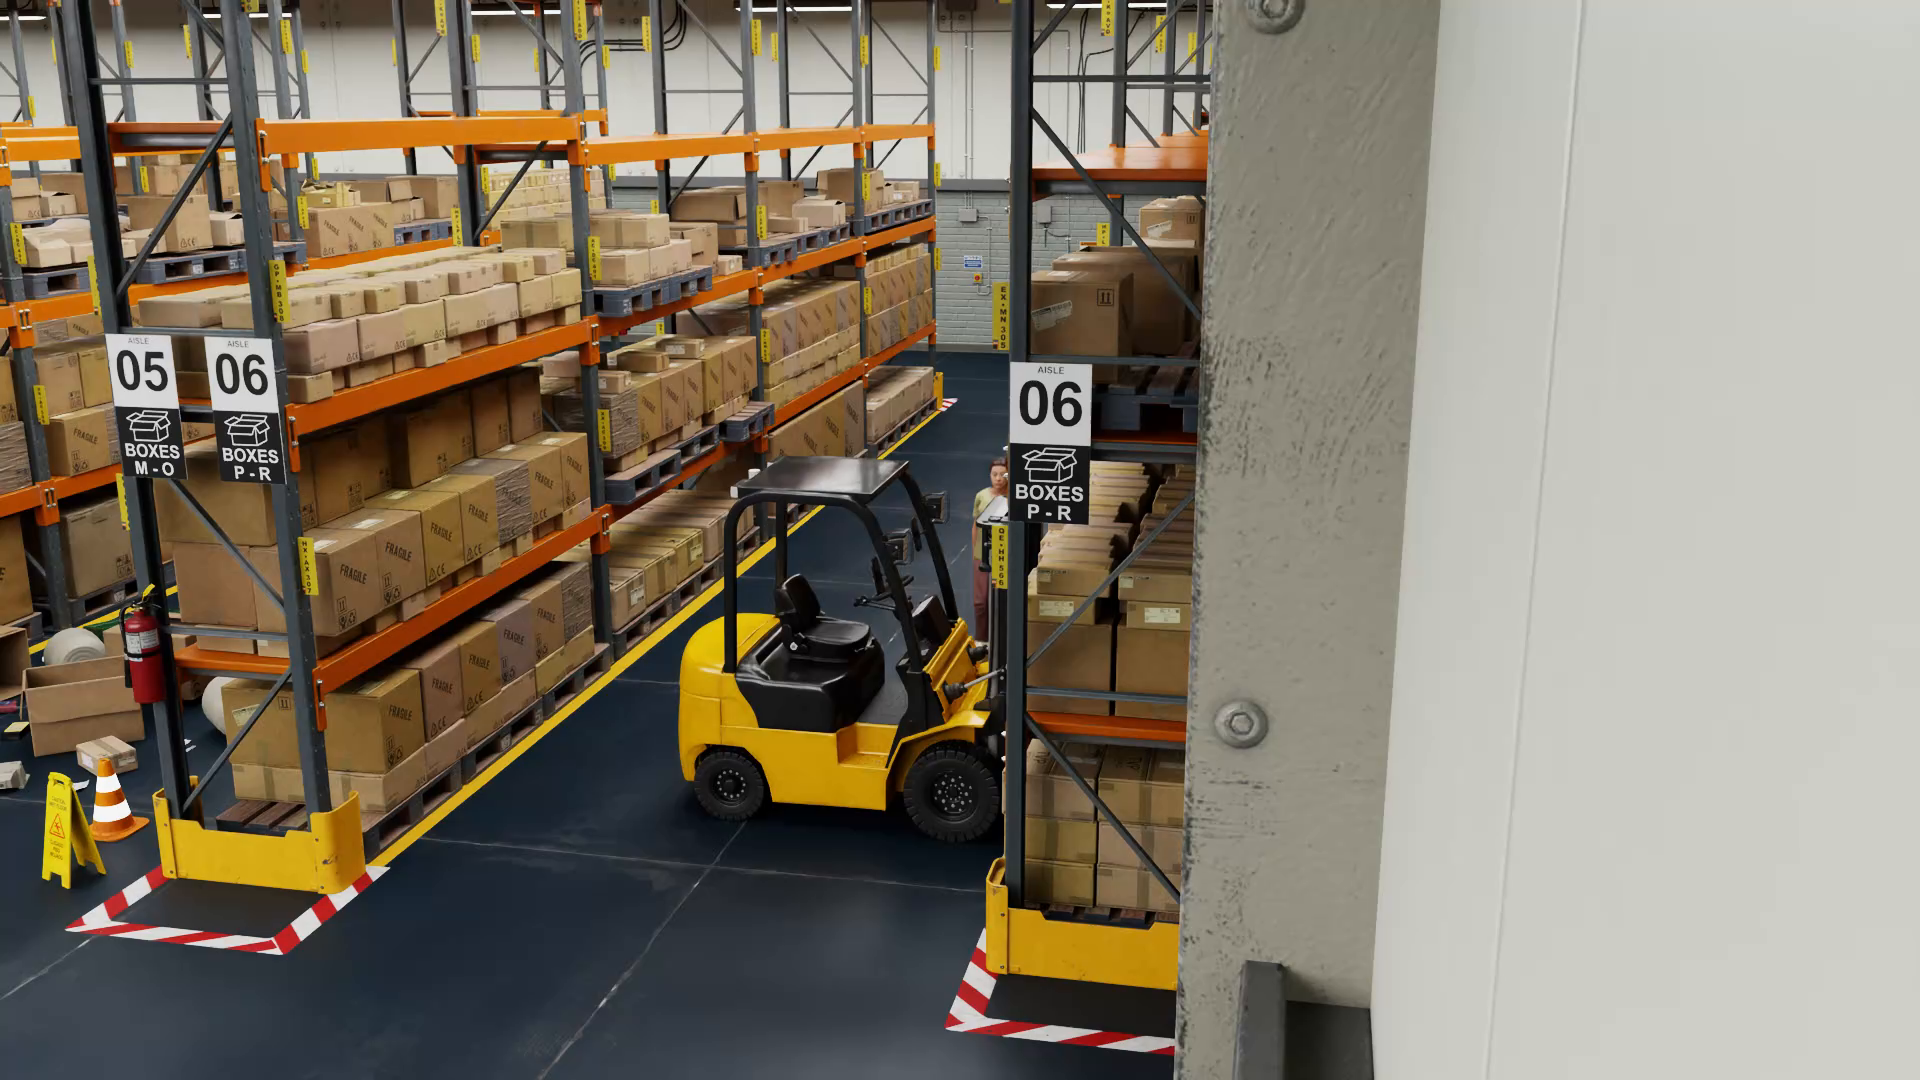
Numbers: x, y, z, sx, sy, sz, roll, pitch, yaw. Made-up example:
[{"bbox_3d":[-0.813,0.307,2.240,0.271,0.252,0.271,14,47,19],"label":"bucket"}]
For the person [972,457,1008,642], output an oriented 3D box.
[{"bbox_3d":[0.306,0.190,13.403,0.448,1.731,0.401,3,15,12],"label":"person"}]
